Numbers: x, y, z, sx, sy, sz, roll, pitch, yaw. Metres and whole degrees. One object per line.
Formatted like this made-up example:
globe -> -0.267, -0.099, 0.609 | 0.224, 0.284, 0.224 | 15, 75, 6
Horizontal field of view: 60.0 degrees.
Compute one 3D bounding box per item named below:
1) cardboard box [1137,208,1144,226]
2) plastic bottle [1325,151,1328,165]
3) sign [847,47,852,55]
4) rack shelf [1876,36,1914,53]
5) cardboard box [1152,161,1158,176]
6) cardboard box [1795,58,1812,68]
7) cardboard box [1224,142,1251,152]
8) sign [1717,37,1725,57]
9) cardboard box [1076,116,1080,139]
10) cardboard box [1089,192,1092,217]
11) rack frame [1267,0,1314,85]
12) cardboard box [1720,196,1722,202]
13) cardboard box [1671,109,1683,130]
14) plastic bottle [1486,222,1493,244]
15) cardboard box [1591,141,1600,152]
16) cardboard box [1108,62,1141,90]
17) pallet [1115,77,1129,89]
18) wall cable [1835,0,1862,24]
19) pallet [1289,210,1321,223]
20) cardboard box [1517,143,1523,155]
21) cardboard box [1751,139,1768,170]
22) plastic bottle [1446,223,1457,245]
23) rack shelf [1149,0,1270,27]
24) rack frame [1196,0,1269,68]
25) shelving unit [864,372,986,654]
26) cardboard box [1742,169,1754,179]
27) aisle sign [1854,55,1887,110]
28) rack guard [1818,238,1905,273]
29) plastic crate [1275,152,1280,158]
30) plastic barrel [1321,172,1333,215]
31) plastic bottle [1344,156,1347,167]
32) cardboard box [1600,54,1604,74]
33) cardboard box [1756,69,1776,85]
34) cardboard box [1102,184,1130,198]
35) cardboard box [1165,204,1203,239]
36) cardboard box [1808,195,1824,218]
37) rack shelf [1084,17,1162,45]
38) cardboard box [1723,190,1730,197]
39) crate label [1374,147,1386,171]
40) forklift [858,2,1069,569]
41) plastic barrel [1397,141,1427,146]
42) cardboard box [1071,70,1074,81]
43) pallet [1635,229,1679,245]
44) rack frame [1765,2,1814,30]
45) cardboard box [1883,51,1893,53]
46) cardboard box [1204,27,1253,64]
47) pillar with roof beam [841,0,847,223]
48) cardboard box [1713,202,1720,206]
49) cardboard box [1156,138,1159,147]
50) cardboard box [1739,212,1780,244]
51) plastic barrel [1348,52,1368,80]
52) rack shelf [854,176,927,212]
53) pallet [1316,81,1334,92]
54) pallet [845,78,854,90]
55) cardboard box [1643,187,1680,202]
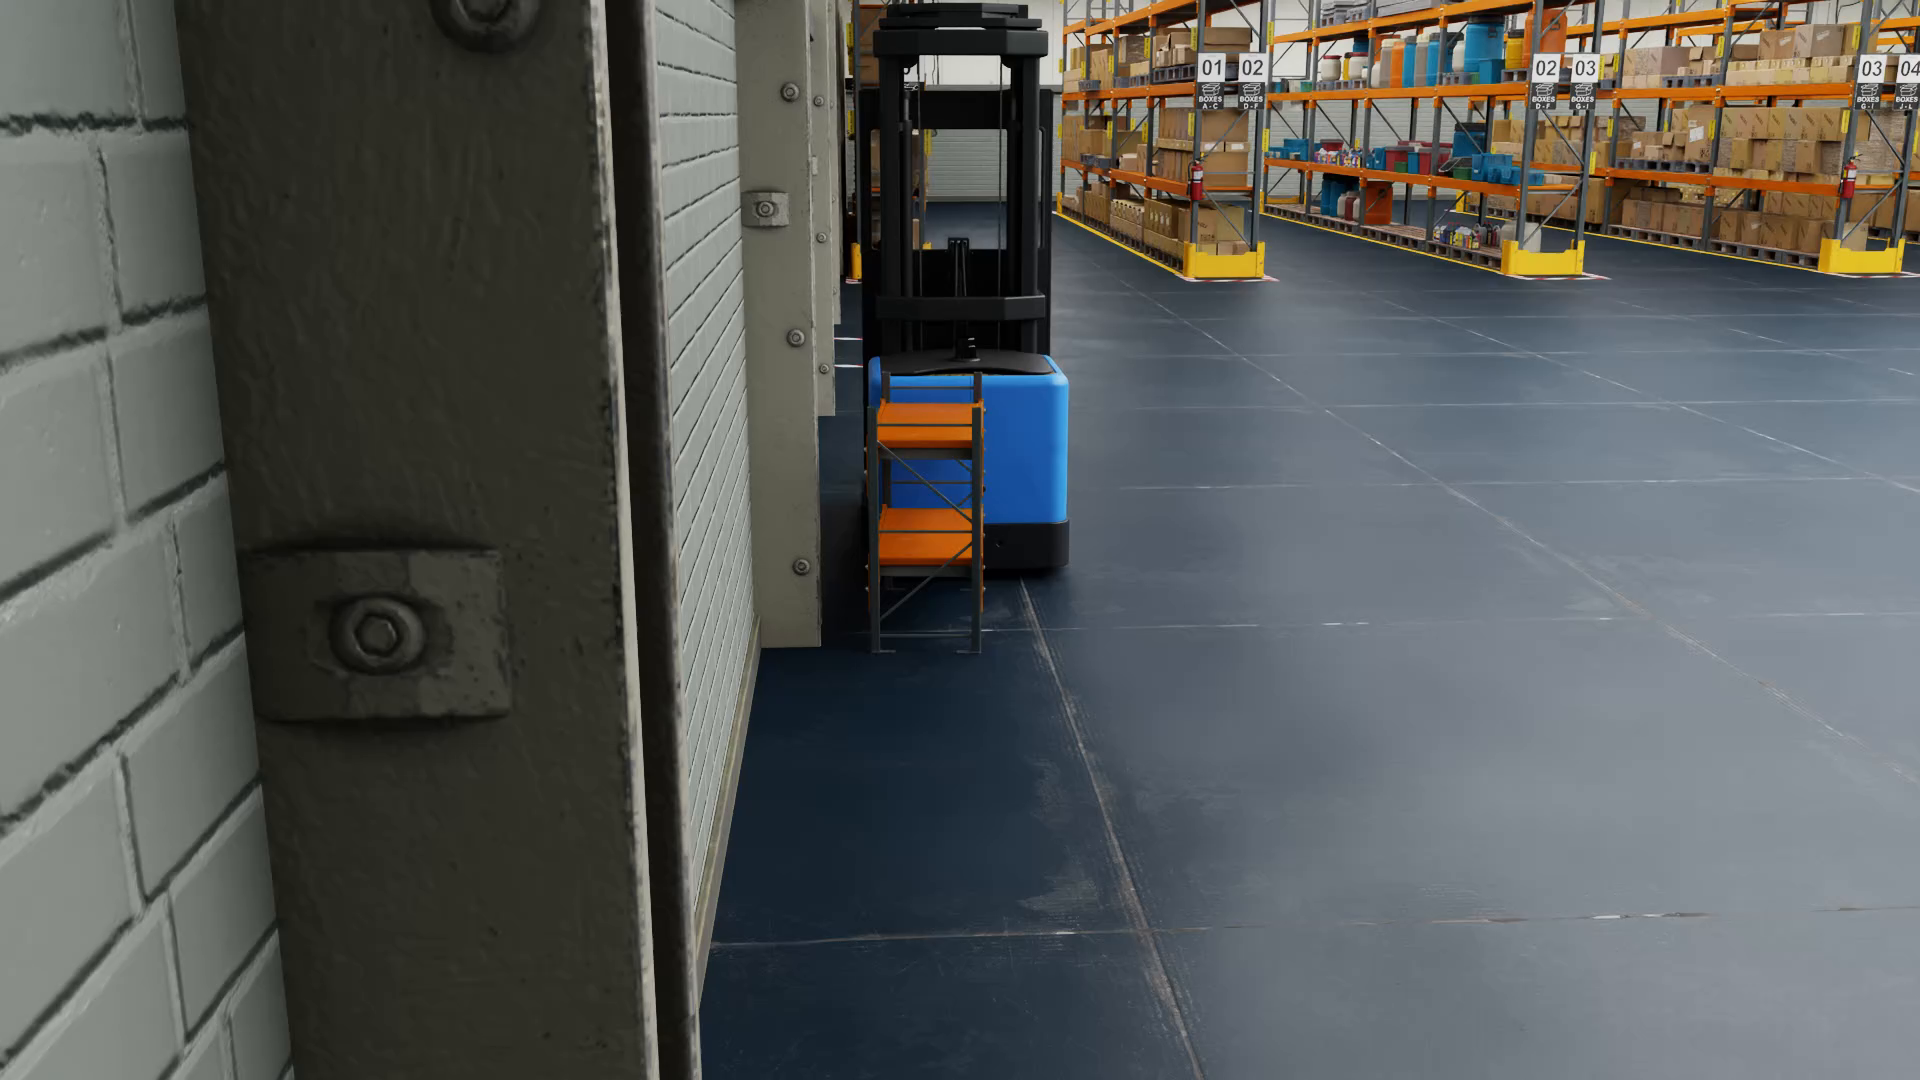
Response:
cardboard box -> 3.371, -5.639, 28.972 | 0.500, 0.311, 0.500 | -1, 14, -3
plastic bottle -> 7.782, -8.089, 35.180 | 0.061, 0.283, 0.133 | -1, 14, -3
sign -> -1.816, -8.206, 27.552 | 0.100, 0.325, 0.005 | -1, 14, -3
rack shelf -> 22.841, -11.554, 38.620 | 1.077, 0.370, 4.000 | -1, 14, -3
cardboard box -> 3.608, -6.448, 28.869 | 0.500, 0.250, 0.500 | 0, 14, 0
cardboard box -> 13.415, -7.517, 26.204 | 0.380, 0.149, 0.250 | -2, 15, -6
cardboard box -> 4.120, -5.868, 24.810 | 0.380, 0.149, 0.250 | -1, 14, -4
sign -> 13.016, -8.435, 28.444 | 0.100, 0.325, 0.005 | -1, 14, -3
cardboard box -> 2.862, -9.170, 36.941 | 0.500, 0.500, 0.500 | -1, 14, -5
cardboard box -> 3.017, -7.135, 35.369 | 0.500, 0.500, 0.500 | -1, 14, -3
rack frame -> 7.883, -12.364, 39.522 | 1.000, 3.000, 0.127 | -1, 14, -3
cardboard box -> 17.713, -7.830, 38.219 | 0.380, 0.149, 0.250 | -1, 14, -3
cardboard box -> 17.546, -10.148, 40.143 | 0.500, 0.500, 0.500 | -1, 14, -4
plastic bottle -> 8.965, -5.201, 28.155 | 0.144, 0.351, 0.185 | -2, 15, -6
cardboard box -> 13.019, -7.837, 33.766 | 0.500, 0.500, 0.500 | -1, 14, -4
cardboard box -> 3.373, -9.003, 32.277 | 0.910, 0.500, 0.500 | -1, 14, -3
pallet -> 3.565, -8.588, 31.243 | 1.213, 0.211, 1.003 | 0, 14, -1
wall cable -> 25.617, -14.067, 46.064 | 2.988, 3.039, 0.133 | -1, 14, -3
pallet -> 8.046, -7.296, 37.459 | 1.003, 0.211, 1.213 | -1, 14, -3
cardboard box -> 12.784, -8.718, 37.093 | 0.500, 0.250, 0.500 | -1, 14, -4
cardboard box -> 13.663, -6.383, 27.517 | 0.875, 0.500, 0.500 | -1, 14, -3
plastic bottle -> 8.274, -5.151, 27.958 | 0.144, 0.351, 0.185 | -1, 15, -6
rack shelf -> 3.806, -8.265, 25.836 | 1.077, 0.370, 4.000 | -1, 14, -3
rack frame -> 3.930, -8.310, 23.763 | 1.000, 3.000, 0.127 | -1, 14, -3
shelving unit -> -0.148, -0.161, 7.895 | 0.538, 1.125, 1.048 | 0, 14, 1
cardboard box -> 13.328, -6.122, 27.806 | 0.380, 0.149, 0.250 | -1, 14, -3
aisle sign -> 13.522, -6.795, 24.700 | 0.394, 0.787, 0.004 | -1, 14, -3
rack guard -> 13.813, -4.365, 25.486 | 1.175, 0.500, 0.348 | -1, 14, -3
plastic crate -> 7.549, -9.044, 39.066 | 0.250, 0.136, 0.298 | -1, 14, -3
plastic barrel -> 8.147, -7.516, 36.086 | 0.600, 0.901, 0.708 | -1, 14, -3
plastic bottle -> 7.882, -7.723, 33.922 | 0.097, 0.201, 0.097 | 0, 14, 0
cardboard box -> 13.071, -9.614, 33.810 | 0.500, 0.500, 0.500 | 0, 14, 0
cardboard box -> 13.400, -7.560, 27.170 | 0.500, 0.250, 0.500 | -1, 15, -6
cardboard box -> 3.134, -7.002, 33.351 | 0.500, 0.250, 0.500 | 0, 14, -1
cardboard box -> 3.523, -5.016, 26.174 | 0.500, 0.500, 0.500 | -1, 14, -3
cardboard box -> 17.948, -6.879, 34.416 | 0.500, 0.500, 0.500 | 0, 14, -1
rack shelf -> 3.310, -10.255, 33.569 | 1.077, 0.370, 4.000 | -1, 14, -3
cardboard box -> 17.671, -7.912, 37.942 | 0.380, 0.149, 0.250 | -1, 14, -4
crate label -> 8.170, -7.235, 31.556 | 0.502, 0.435, 0.616 | -1, 14, -3
forklift -> -0.038, -1.574, 9.763 | 1.130, 2.935, 3.031 | -1, 14, -3
plastic barrel -> 8.709, -7.425, 32.090 | 0.600, 0.536, 0.708 | -1, 14, -3
cardboard box -> 2.799, -10.501, 37.597 | 0.500, 0.250, 0.500 | -1, 14, -3
pallet -> 13.441, -5.698, 31.250 | 1.003, 0.211, 1.213 | -1, 14, -3
rack frame -> 18.030, -11.497, 36.153 | 1.000, 3.000, 0.127 | -1, 14, -3
cardboard box -> 18.496, -9.702, 33.459 | 0.396, 0.266, 0.258 | -1, 14, -3
cardboard box -> 3.898, -7.321, 24.610 | 0.797, 0.503, 0.637 | 0, 14, 0
pillar with roof beam -> 1.632, -11.444, 35.945 | 9.100, 9.000, 0.400 | -1, 14, -3
cardboard box -> 17.602, -7.764, 38.563 | 0.380, 0.149, 0.250 | -1, 14, -4
cardboard box -> 3.505, -6.692, 28.012 | 0.380, 0.149, 0.250 | -1, 14, -4
cardboard box -> 13.597, -5.301, 28.285 | 0.500, 0.500, 0.500 | 4, 15, 14
plastic barrel -> 8.118, -9.630, 33.799 | 0.433, 0.535, 0.433 | 0, 14, 0
rack shelf -> -1.138, -5.476, 26.233 | 1.077, 0.370, 4.000 | -1, 14, -3
pallet -> 8.276, -9.632, 35.301 | 1.213, 0.211, 1.003 | -1, 14, -3
pallet -> -1.603, -8.837, 32.212 | 1.213, 0.211, 1.003 | 0, 14, -1
cardboard box -> 13.436, -6.614, 31.840 | 0.500, 0.250, 0.500 | 1, 14, 3
